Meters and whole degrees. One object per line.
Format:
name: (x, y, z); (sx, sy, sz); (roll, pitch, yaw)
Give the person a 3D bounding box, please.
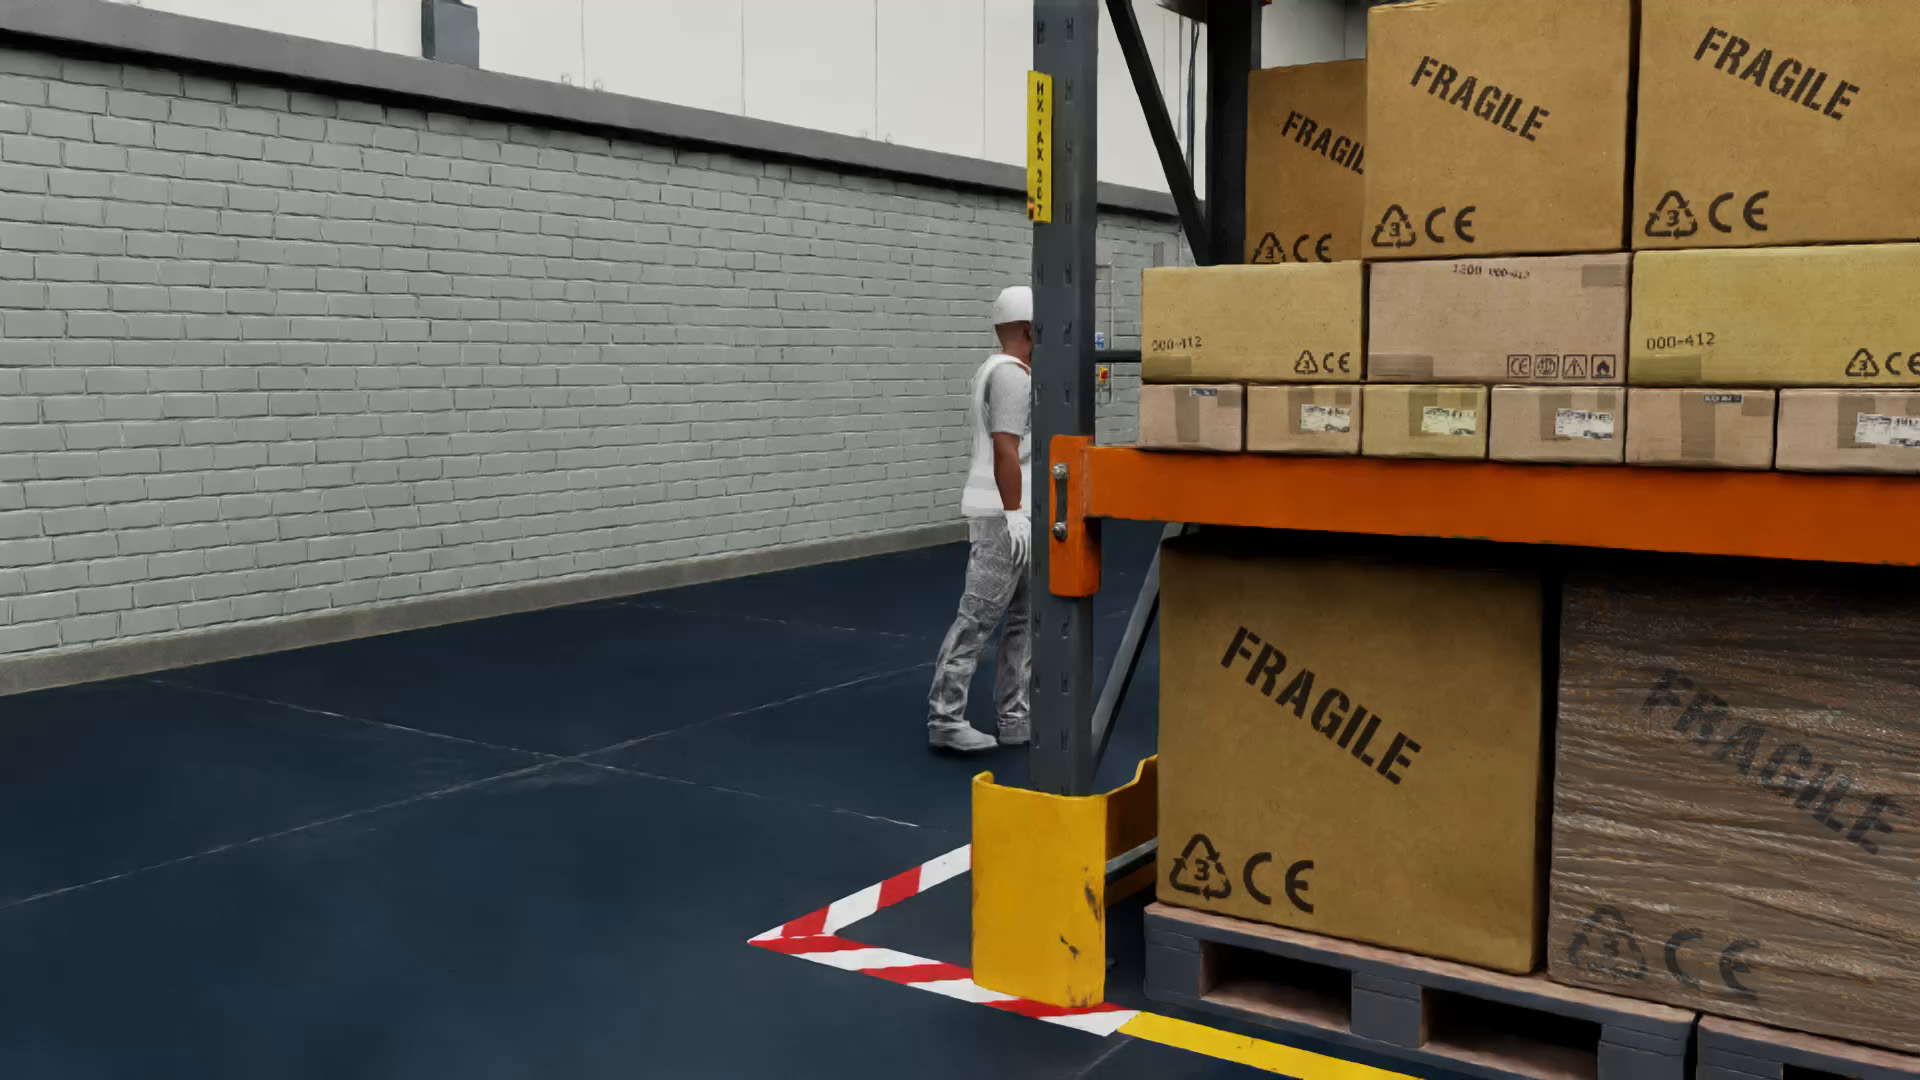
person: (0.163, -0.081, 6.383); (0.568, 1.777, 0.574); (0, 6, 0)
